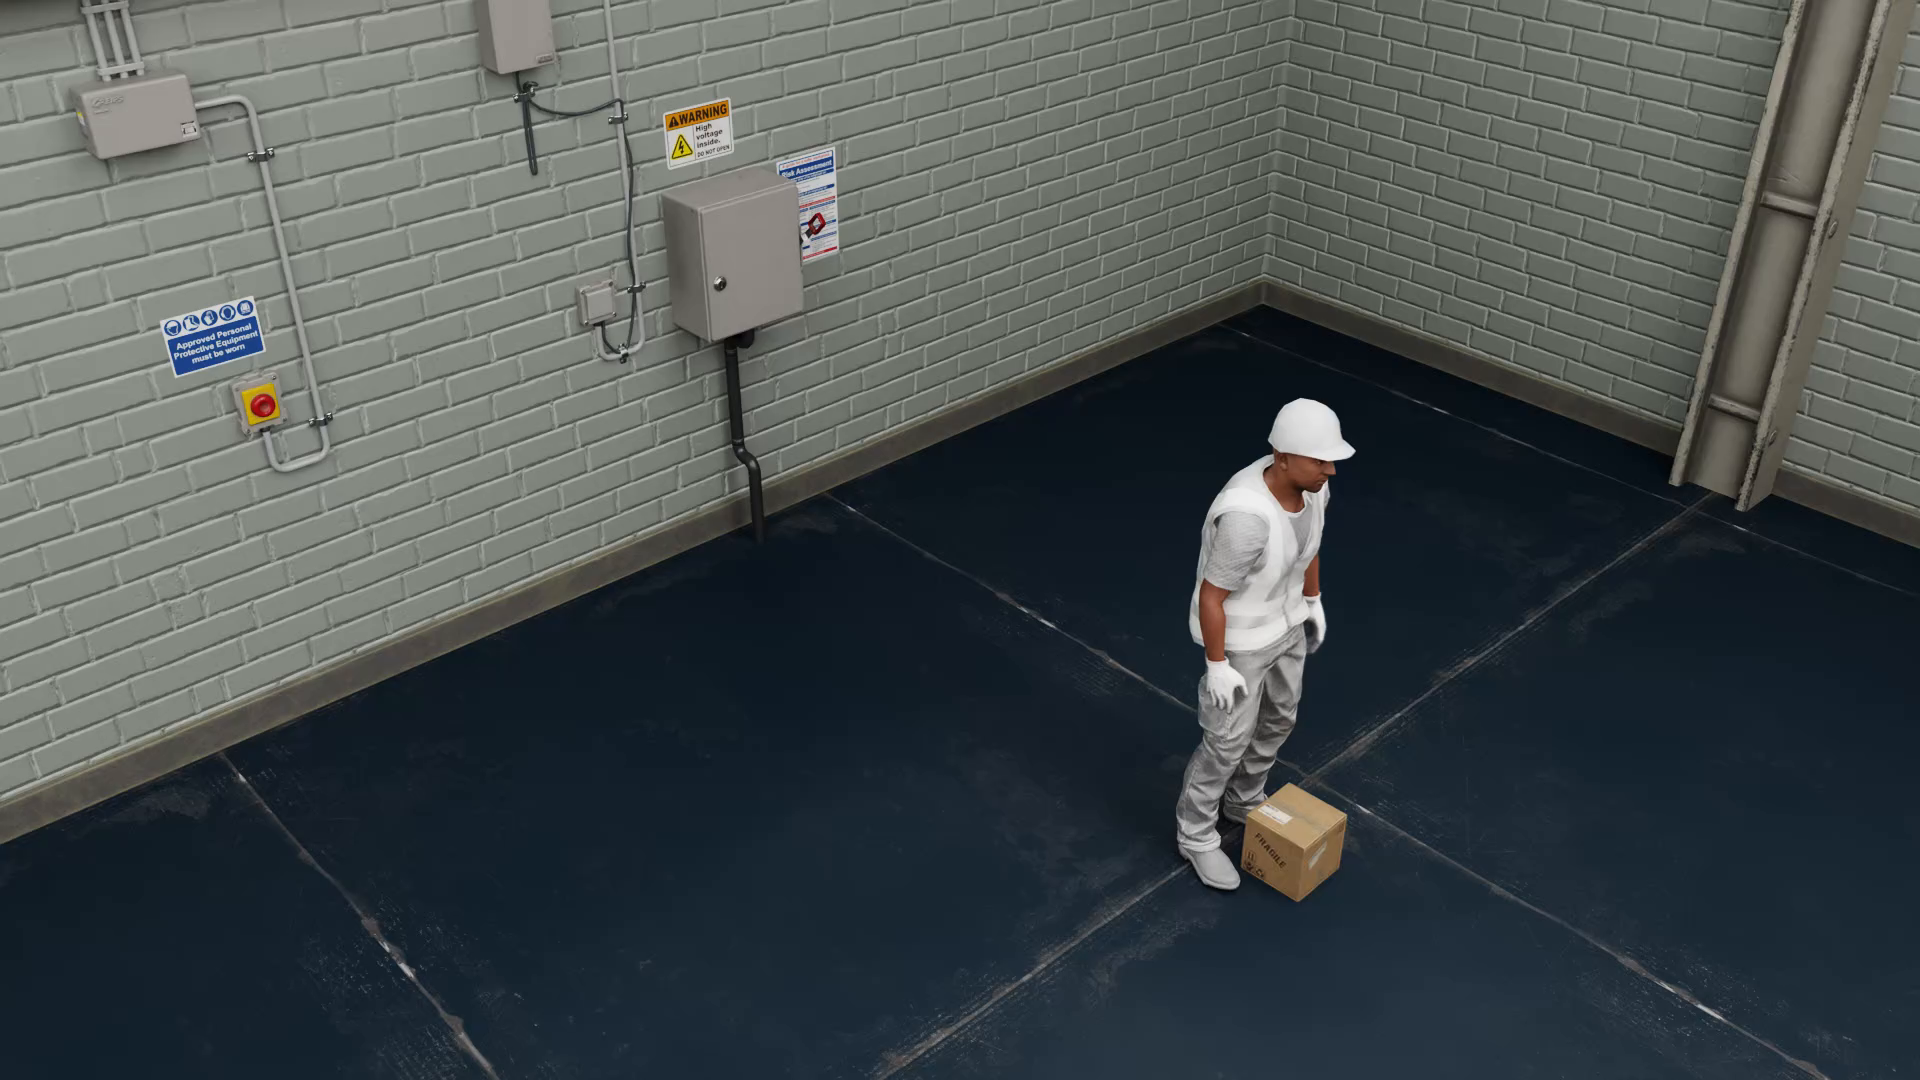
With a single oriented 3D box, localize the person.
[{"bbox_3d":[1.016,0.323,5.595,0.443,1.776,0.630,27,41,37],"label":"person"}]
